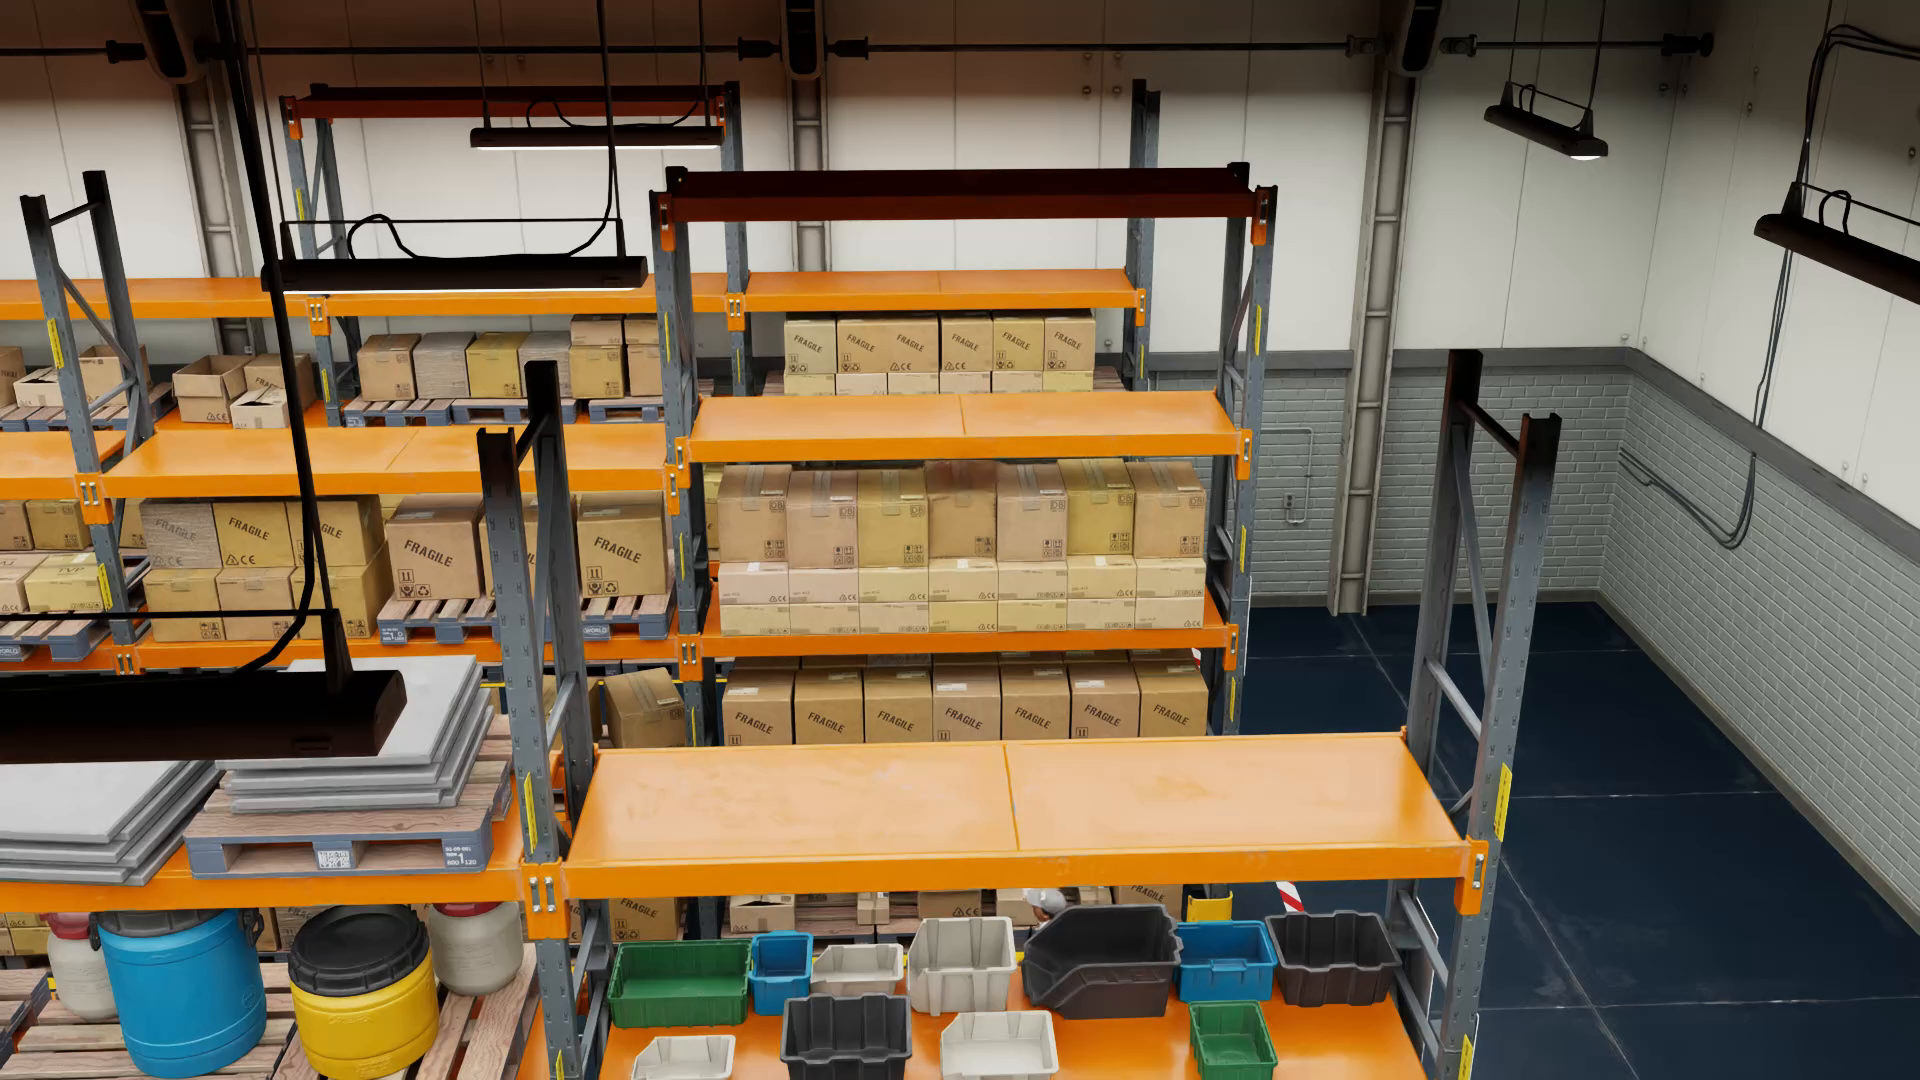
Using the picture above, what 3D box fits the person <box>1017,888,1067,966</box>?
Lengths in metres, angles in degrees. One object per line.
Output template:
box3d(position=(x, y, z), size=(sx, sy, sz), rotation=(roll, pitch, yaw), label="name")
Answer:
box3d(position=(0.730, 3.098, 11.424), size=(0.753, 1.586, 0.658), rotation=(3, 22, 7), label="person")
